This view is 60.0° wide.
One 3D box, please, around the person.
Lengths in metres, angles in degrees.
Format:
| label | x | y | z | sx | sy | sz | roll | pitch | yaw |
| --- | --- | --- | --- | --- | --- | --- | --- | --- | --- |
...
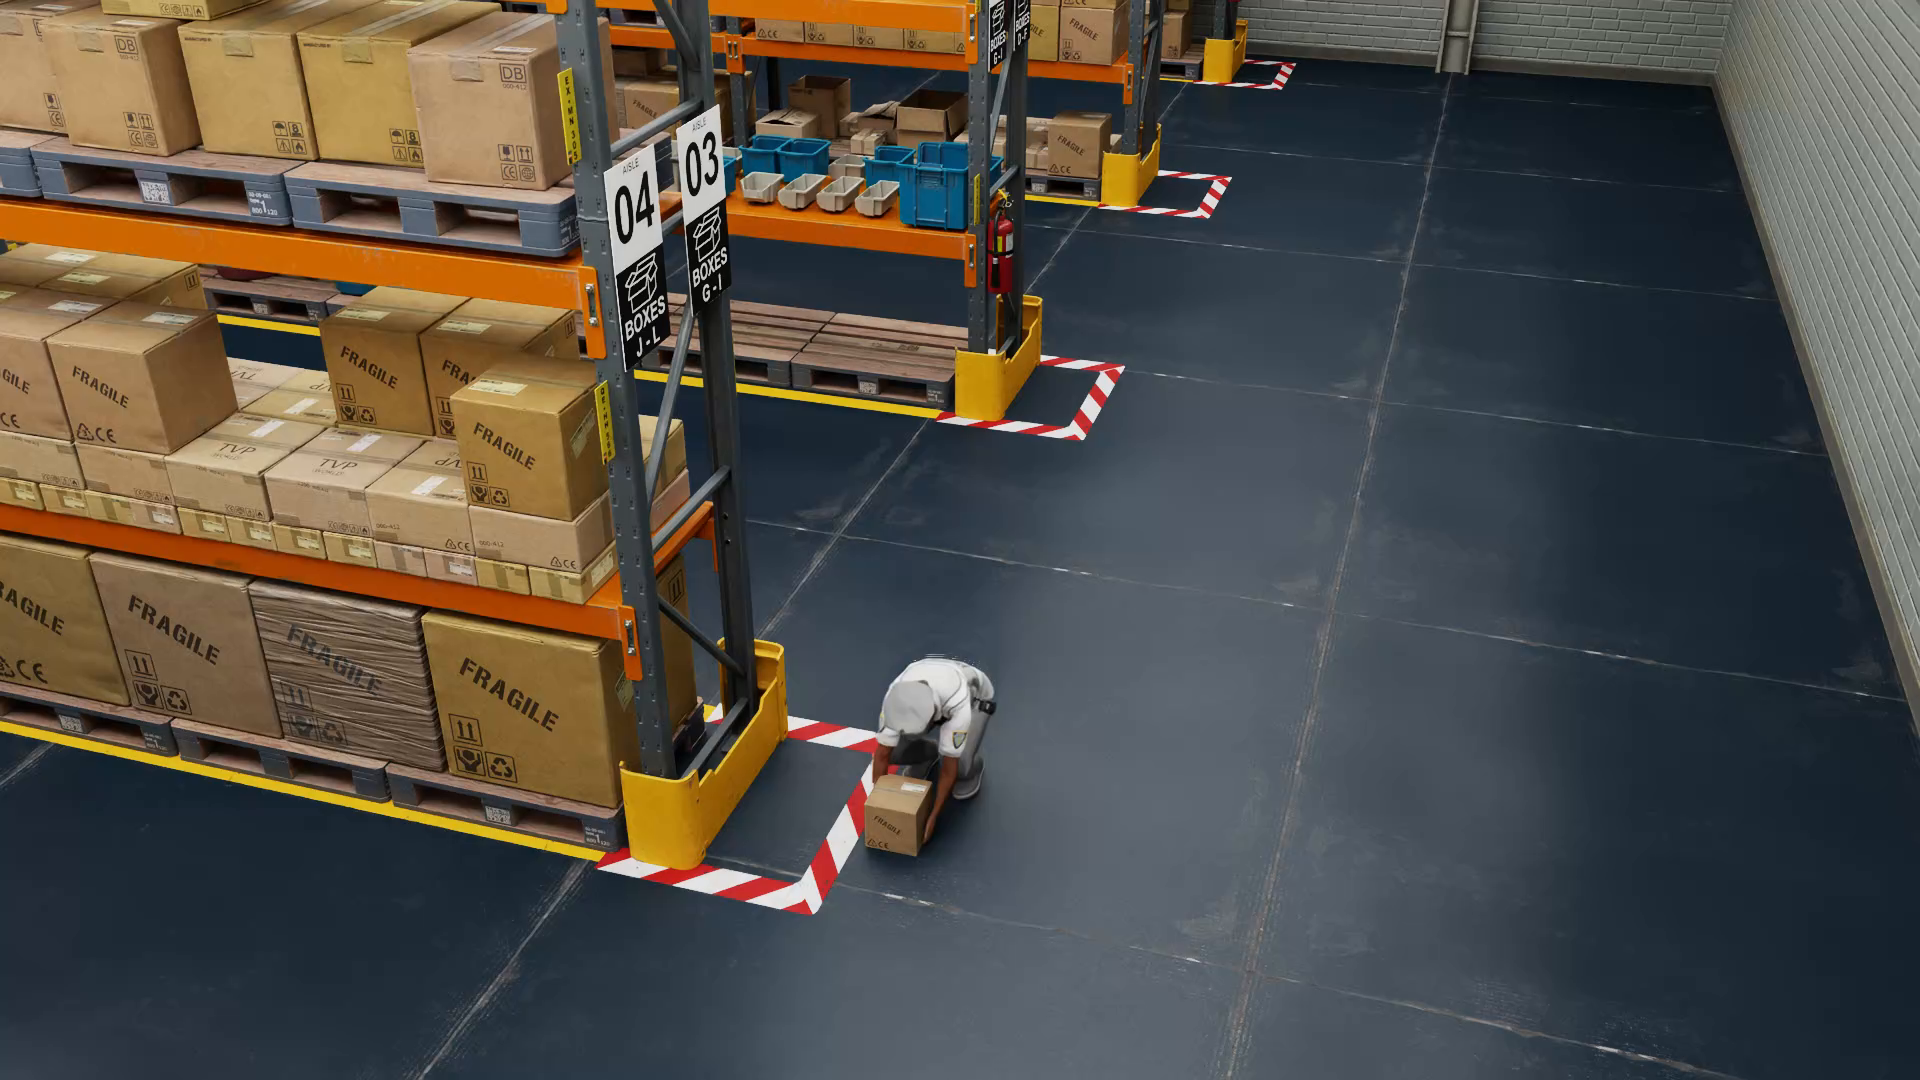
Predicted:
| label | x | y | z | sx | sy | sz | roll | pitch | yaw |
| --- | --- | --- | --- | --- | --- | --- | --- | --- | --- |
| person | -0.131 | 0.874 | 7.810 | 0.480 | 0.843 | 0.870 | 13 | 32 | 21 |
